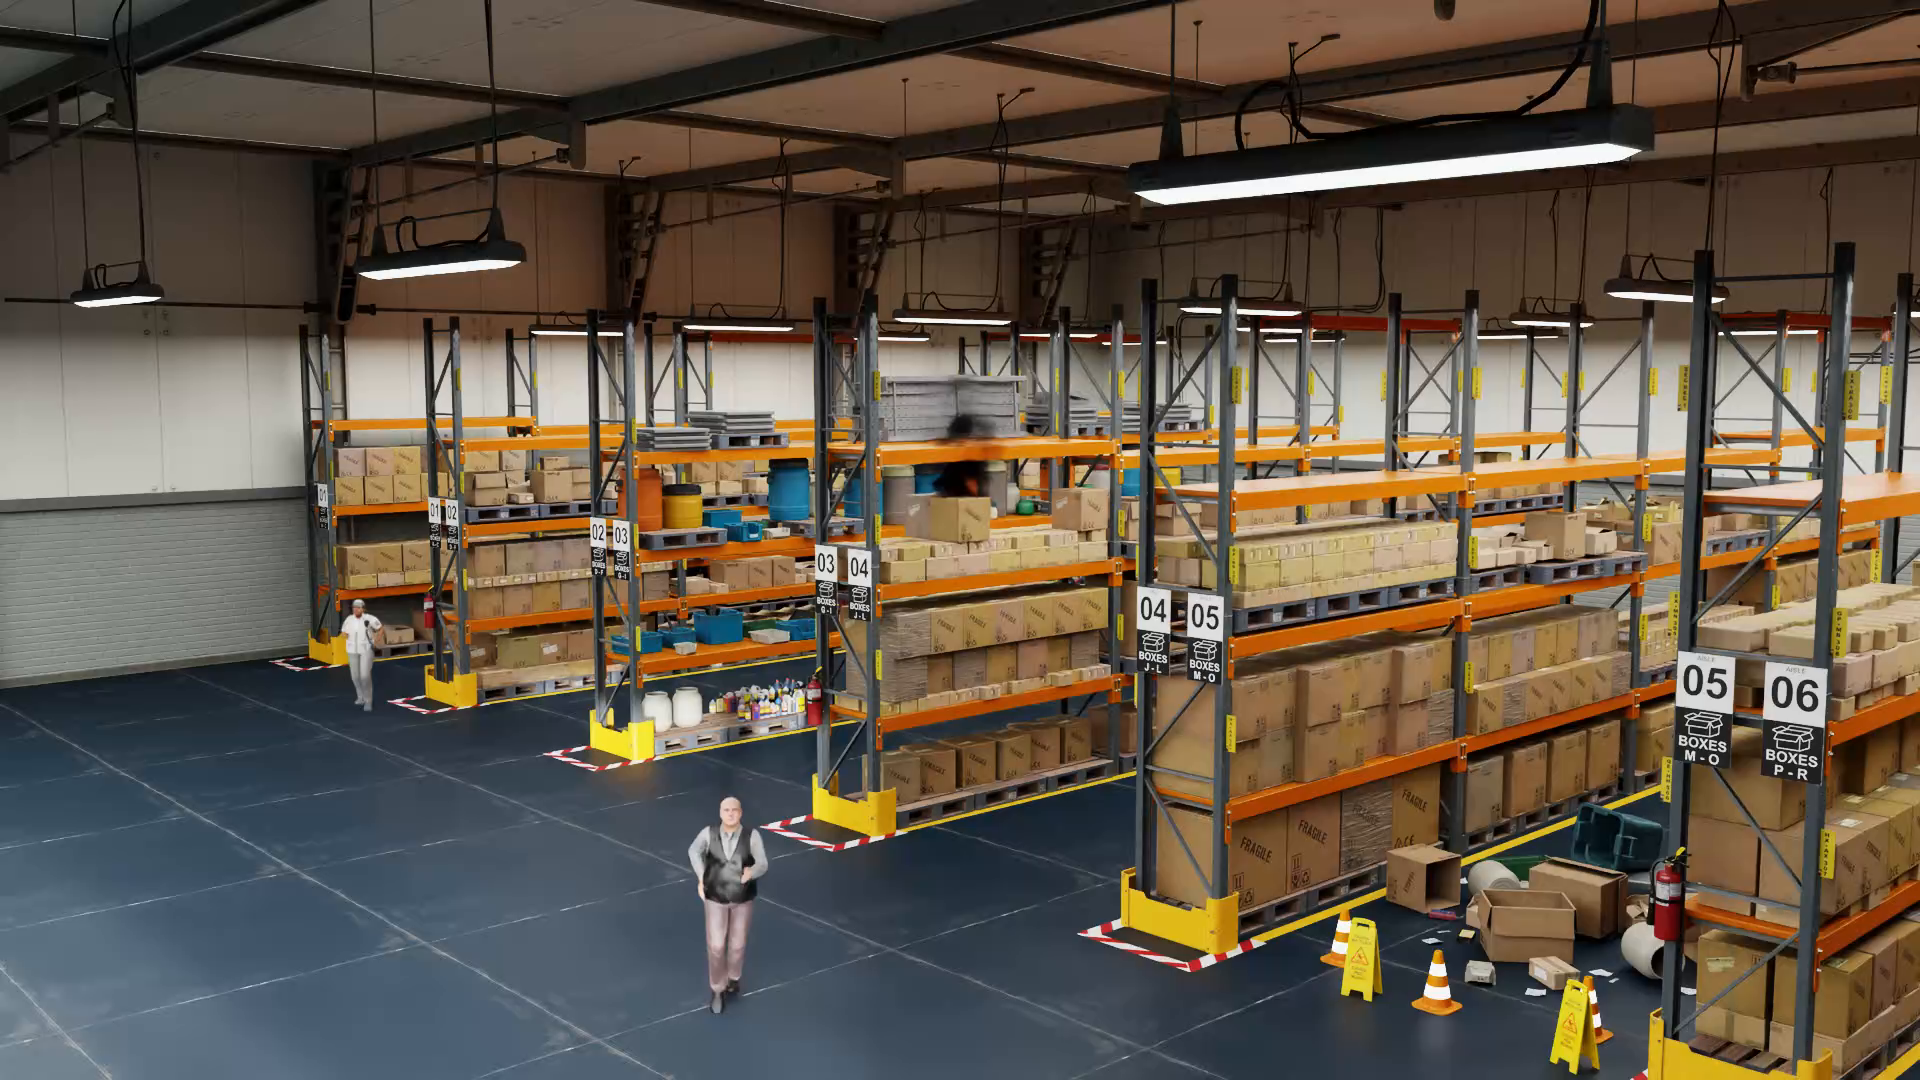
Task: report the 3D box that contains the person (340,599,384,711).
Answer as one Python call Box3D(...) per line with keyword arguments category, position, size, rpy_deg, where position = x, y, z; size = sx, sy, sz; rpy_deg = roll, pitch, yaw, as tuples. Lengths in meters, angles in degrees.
Box3D(category="person", position=(-9.206, 1.778, 25.546), size=(0.605, 1.751, 0.656), rpy_deg=(0, 6, 1))

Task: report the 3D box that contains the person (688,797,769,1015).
Box3D(category="person", position=(-1.871, 2.960, 13.519), size=(0.635, 1.762, 0.751), rpy_deg=(-1, 6, -12))
